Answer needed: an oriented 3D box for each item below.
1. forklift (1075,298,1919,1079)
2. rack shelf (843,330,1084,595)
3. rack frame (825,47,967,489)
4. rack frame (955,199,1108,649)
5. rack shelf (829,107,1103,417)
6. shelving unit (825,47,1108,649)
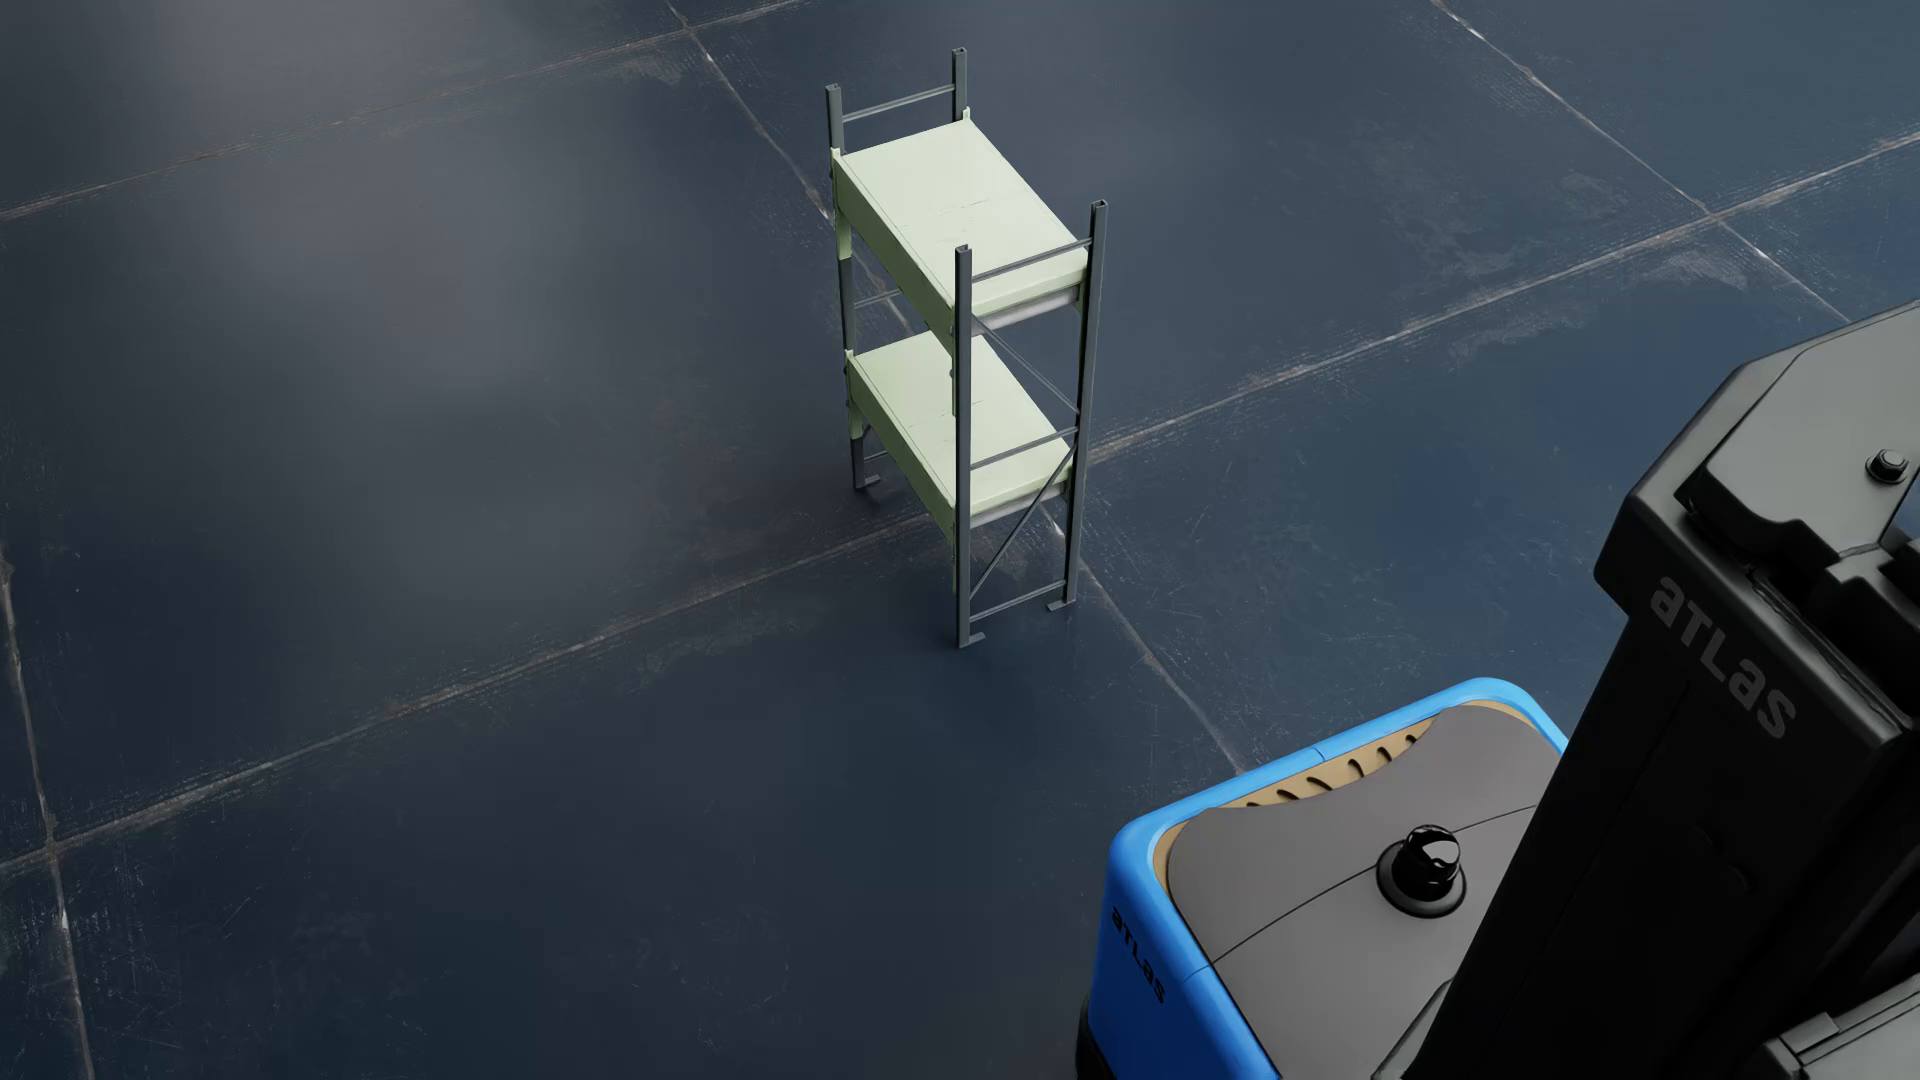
[{"bbox_3d":[1.361,1.178,2.273,1.130,2.935,3.031,-19,52,-16],"label":"forklift"},{"bbox_3d":[0.003,-0.275,4.927,0.431,0.370,0.720,-21,52,-18],"label":"rack shelf"},{"bbox_3d":[-0.164,-0.734,4.896,0.400,1.500,0.023,-21,52,-18],"label":"rack frame"},{"bbox_3d":[0.171,-0.244,4.467,0.400,1.500,0.023,-21,52,-18],"label":"rack frame"},{"bbox_3d":[0.003,-0.746,4.388,0.431,0.370,0.720,-21,52,-18],"label":"rack shelf"},{"bbox_3d":[0.003,-0.489,4.682,0.431,1.500,0.755,-21,52,-18],"label":"shelving unit"}]
